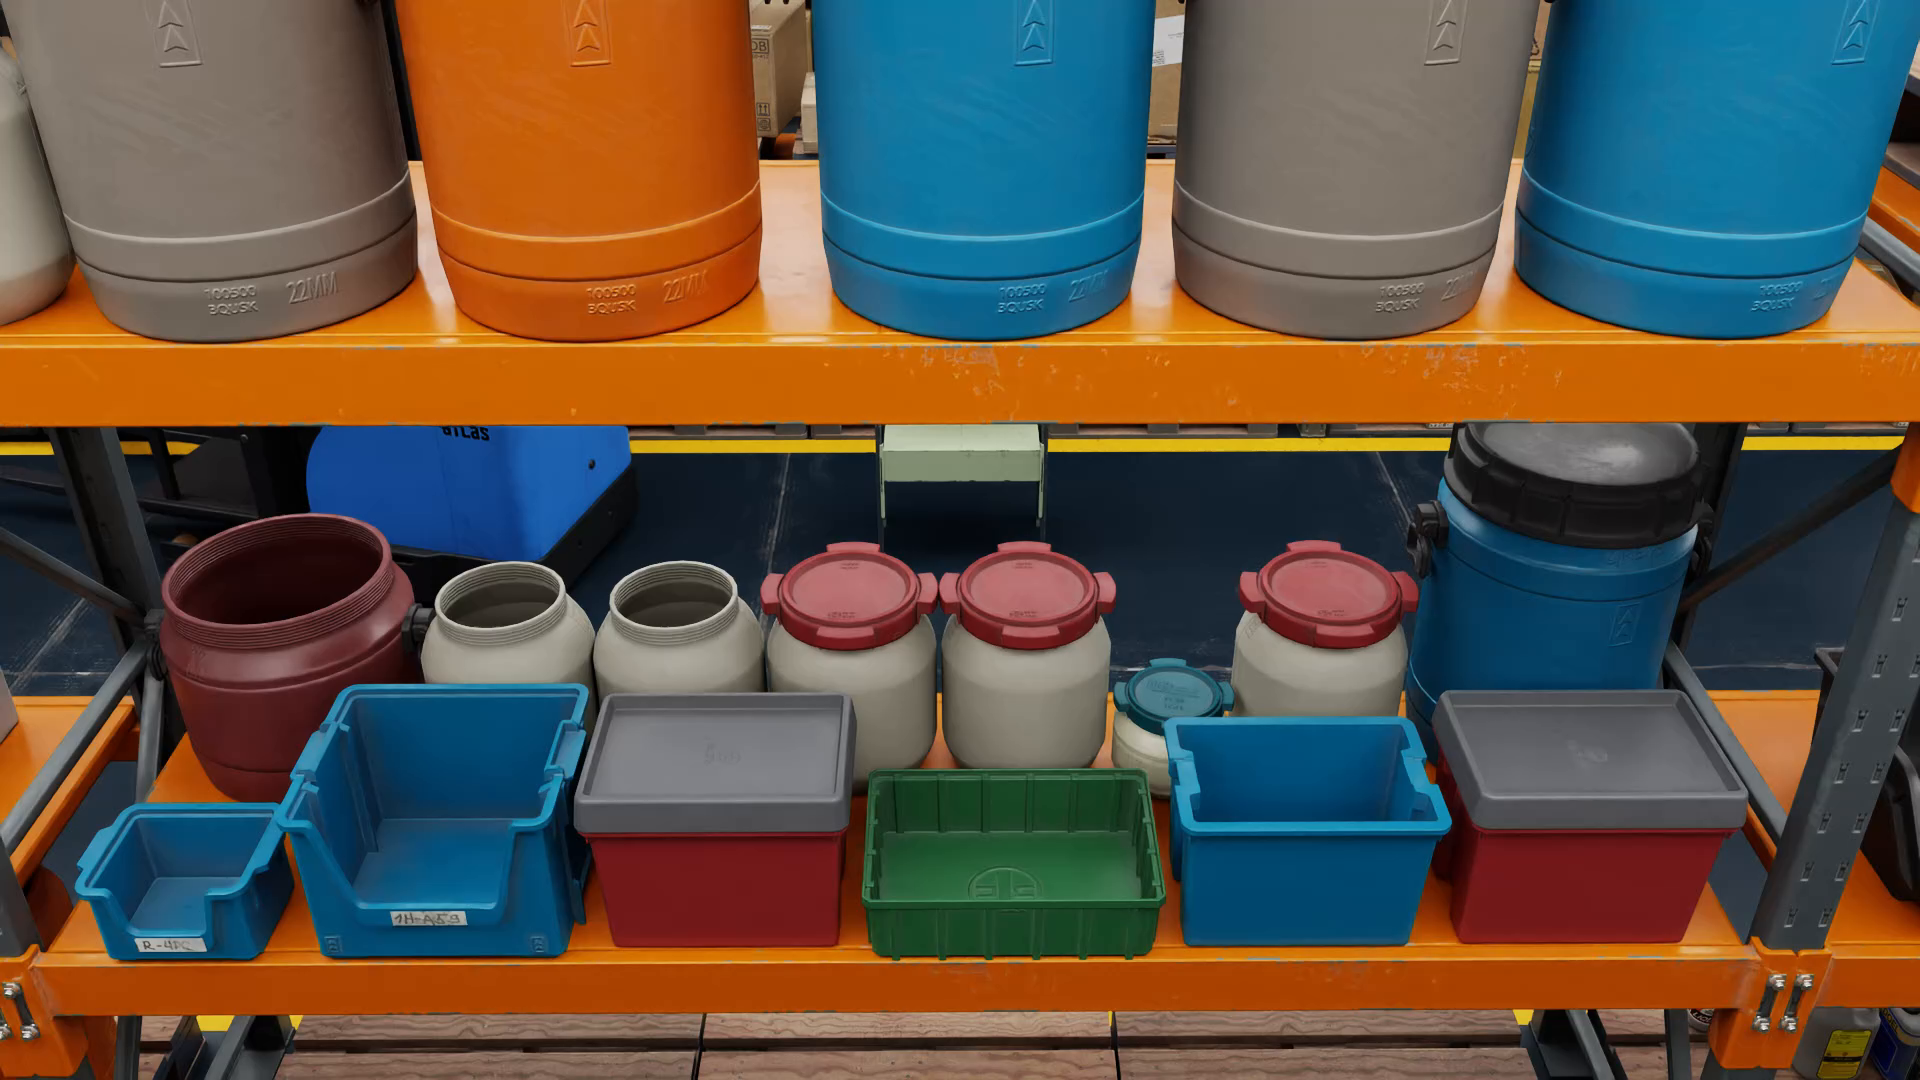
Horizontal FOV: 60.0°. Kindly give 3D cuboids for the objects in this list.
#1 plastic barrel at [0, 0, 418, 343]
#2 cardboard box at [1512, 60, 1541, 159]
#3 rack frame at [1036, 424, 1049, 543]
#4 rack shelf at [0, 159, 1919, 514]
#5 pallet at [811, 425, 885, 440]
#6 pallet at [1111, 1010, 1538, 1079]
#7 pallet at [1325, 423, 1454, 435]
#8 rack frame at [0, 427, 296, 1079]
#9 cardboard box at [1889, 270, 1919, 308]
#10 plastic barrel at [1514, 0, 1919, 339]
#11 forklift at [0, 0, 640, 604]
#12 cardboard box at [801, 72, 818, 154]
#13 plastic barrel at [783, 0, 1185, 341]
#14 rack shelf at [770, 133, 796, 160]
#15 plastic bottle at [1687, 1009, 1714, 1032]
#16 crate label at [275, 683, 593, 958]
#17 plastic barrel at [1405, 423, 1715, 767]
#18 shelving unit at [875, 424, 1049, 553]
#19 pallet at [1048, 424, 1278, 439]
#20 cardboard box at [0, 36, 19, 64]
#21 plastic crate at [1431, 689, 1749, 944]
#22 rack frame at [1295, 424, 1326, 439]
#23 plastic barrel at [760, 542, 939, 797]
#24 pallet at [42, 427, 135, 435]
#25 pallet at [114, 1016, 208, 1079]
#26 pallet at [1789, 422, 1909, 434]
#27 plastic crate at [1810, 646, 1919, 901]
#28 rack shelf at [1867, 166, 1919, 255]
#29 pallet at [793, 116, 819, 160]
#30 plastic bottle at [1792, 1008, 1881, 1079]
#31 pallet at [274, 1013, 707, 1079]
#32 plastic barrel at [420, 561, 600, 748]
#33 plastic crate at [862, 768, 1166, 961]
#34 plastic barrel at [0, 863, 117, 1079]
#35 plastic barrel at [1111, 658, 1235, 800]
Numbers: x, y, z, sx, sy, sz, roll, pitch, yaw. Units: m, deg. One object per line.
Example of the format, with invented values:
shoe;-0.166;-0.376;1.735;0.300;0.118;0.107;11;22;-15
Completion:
plastic barrel;-1.322;-0.873;2.922;0.600;0.901;0.600;0;31;0
cardboard box;2.777;-2.190;8.085;0.500;0.500;0.875;0;31;0
rack frame;0.373;-0.642;7.363;0.023;1.500;0.400;0;31;0
rack shelf;-0.144;-0.467;3.430;4.000;0.370;1.077;0;31;0
pallet;-0.176;-0.867;8.976;1.213;0.211;1.003;0;31;0
pallet;1.071;1.716;4.718;1.213;0.211;1.003;0;31;0
pallet;2.497;-0.896;9.023;1.213;0.211;1.003;0;31;0
rack frame;-2.144;0.514;4.011;0.127;3.000;1.000;0;31;0
cardboard box;5.201;-1.198;8.837;0.500;0.500;0.500;5;32;9
plastic barrel;1.349;-0.881;2.936;0.708;0.901;0.600;0;31;0
forklift;-3.092;-1.339;7.131;3.031;2.935;1.130;8;32;13
cardboard box;-0.497;-2.057;7.988;0.500;0.250;0.500;-1;31;-2
plastic barrel;0.041;-0.877;2.929;0.708;0.901;0.600;0;31;0
rack shelf;-0.174;-1.754;8.443;4.000;0.370;1.077;0;31;0
plastic bottle;2.217;1.347;4.912;0.097;0.201;0.097;0;31;0
crate label;-1.149;0.636;3.776;0.616;0.435;0.502;0;31;0
plastic barrel;1.468;0.131;4.159;0.708;0.901;0.600;0;31;0
shelving unit;0.007;-0.641;7.361;0.755;1.500;0.431;0;31;0
pallet;1.047;-0.872;8.984;1.213;0.211;1.003;0;31;0
cardboard box;-4.227;-2.527;7.959;0.637;0.503;0.797;1;31;1
plastic crate;1.373;0.634;3.751;0.583;0.464;0.402;0;31;0
rack frame;1.826;-2.068;8.266;0.127;3.000;1.000;0;31;0
plastic barrel;-0.269;0.336;4.173;0.433;0.535;0.433;0;31;0
pallet;-4.180;-0.897;9.026;1.213;0.211;1.003;0;31;0
pallet;-2.932;1.730;4.695;1.213;0.211;1.003;0;31;0
pallet;4.937;-0.904;9.036;1.213;0.211;1.003;0;31;0
plastic crate;2.380;0.592;3.942;0.504;0.338;0.767;0;31;0
rack shelf;3.856;-0.480;3.451;4.000;0.370;1.077;0;31;0
pallet;-0.195;-2.001;8.341;1.213;0.211;1.003;0;31;0
plastic bottle;2.499;1.369;4.731;0.185;0.351;0.144;0;31;0
pallet;-1.369;1.724;4.705;1.213;0.211;1.003;0;31;0
plastic barrel;-1.117;0.352;4.170;0.421;0.512;0.421;0;31;0
plastic crate;0.116;0.744;3.837;0.662;0.188;0.450;0;31;0
plastic barrel;-2.633;1.273;4.448;0.708;0.830;0.600;0;31;0
plastic barrel;0.531;0.485;4.192;0.301;0.262;0.301;0;31;0
